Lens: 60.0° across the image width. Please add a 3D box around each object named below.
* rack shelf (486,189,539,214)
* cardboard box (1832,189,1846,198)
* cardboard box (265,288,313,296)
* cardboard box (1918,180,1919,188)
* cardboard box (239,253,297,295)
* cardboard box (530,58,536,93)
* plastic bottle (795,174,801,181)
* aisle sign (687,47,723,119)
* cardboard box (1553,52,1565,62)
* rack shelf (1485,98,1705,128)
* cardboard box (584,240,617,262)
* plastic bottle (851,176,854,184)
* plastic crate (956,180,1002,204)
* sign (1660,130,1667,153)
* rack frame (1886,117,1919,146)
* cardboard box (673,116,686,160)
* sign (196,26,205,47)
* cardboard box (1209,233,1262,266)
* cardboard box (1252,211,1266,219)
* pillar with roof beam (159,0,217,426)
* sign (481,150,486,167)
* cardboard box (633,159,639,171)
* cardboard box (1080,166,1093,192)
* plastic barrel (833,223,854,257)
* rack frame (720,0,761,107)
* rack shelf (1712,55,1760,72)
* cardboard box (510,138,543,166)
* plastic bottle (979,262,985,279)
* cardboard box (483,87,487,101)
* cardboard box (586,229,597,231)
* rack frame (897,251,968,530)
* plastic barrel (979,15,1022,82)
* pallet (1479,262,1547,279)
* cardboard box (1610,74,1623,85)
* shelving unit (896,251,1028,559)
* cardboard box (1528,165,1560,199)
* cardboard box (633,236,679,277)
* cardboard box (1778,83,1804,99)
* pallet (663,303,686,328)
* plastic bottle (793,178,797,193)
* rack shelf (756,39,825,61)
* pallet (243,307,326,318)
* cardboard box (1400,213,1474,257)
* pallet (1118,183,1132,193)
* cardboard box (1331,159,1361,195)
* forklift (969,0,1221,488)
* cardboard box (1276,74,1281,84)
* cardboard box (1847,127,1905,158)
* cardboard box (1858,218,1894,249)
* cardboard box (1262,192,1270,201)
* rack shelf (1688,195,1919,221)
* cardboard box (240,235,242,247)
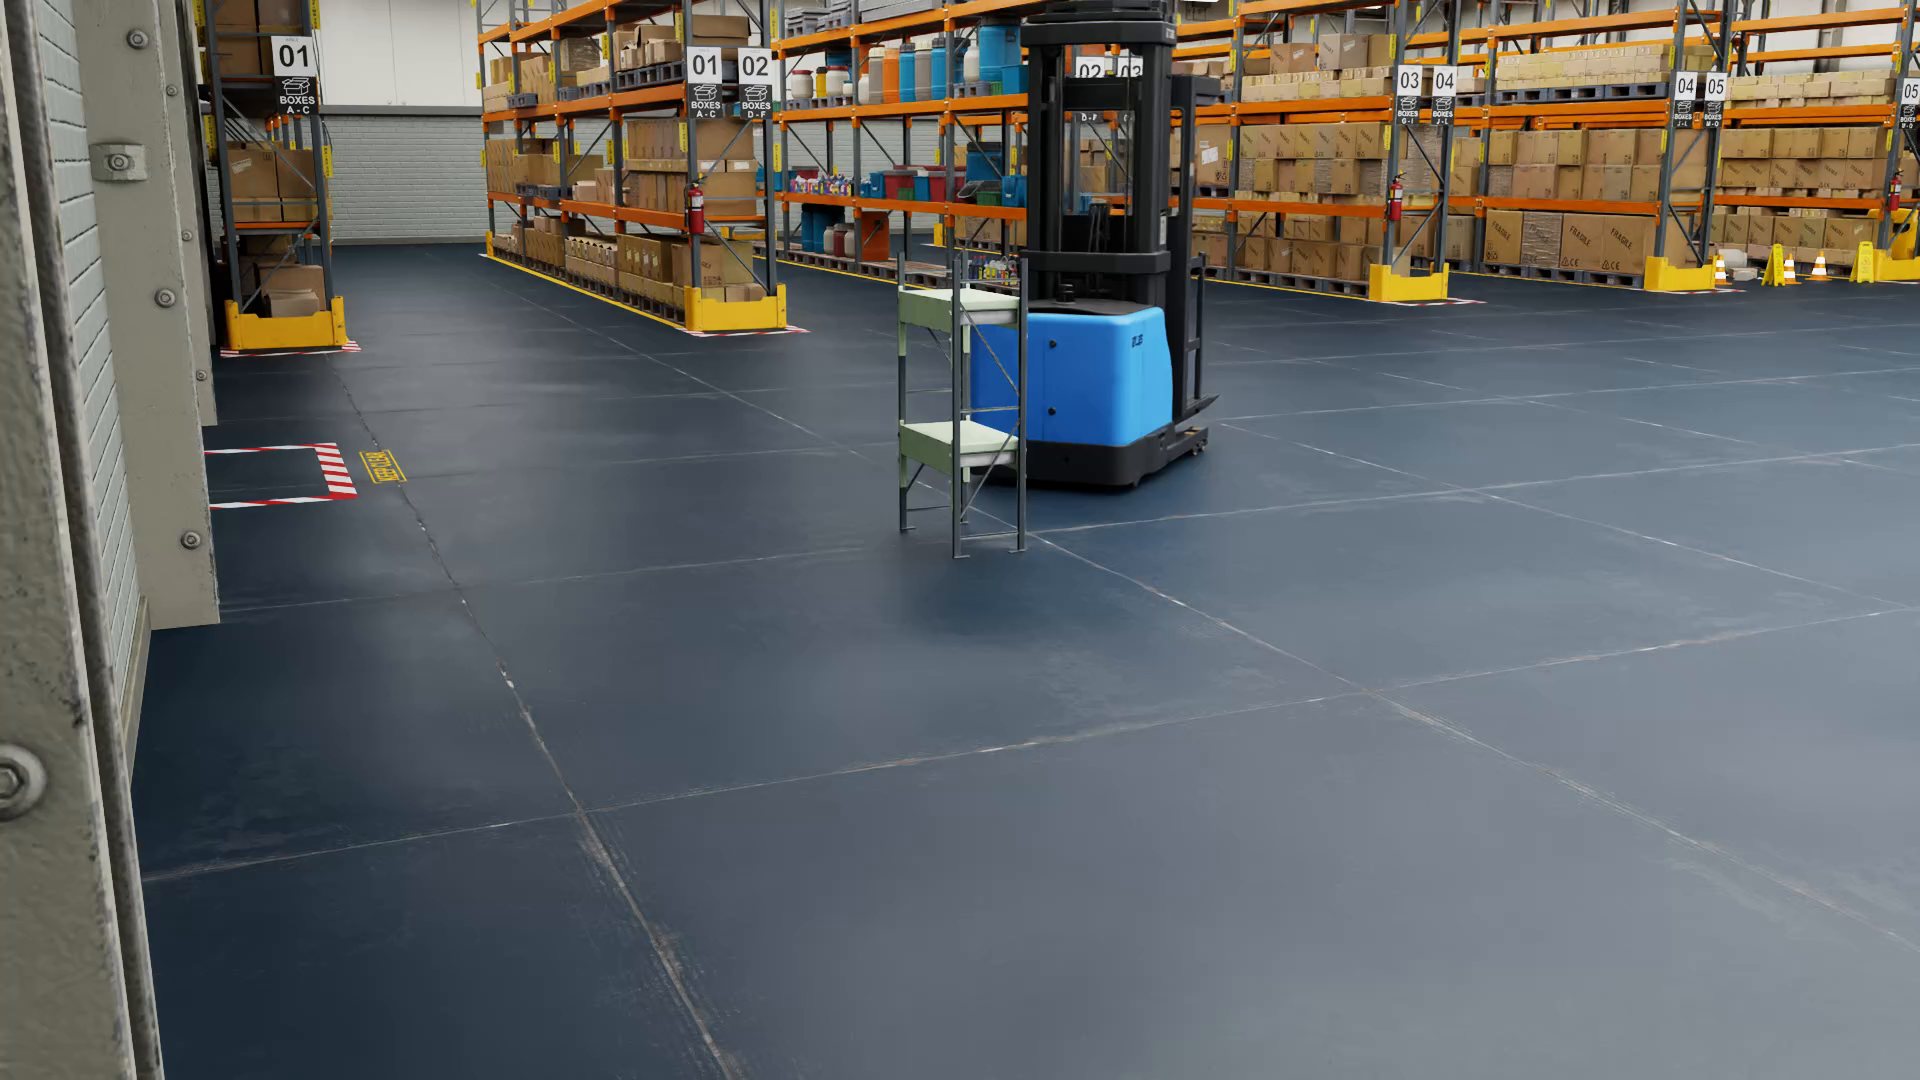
[{"bbox_3d":[-8.273,-6.526,32.012,1.077,0.370,4.000,-6,14,-23],"label":"rack shelf"},{"bbox_3d":[14.862,-5.806,27.862,0.380,0.149,0.250,-6,14,-24],"label":"cardboard box"},{"bbox_3d":[-7.625,-2.710,18.912,0.500,0.311,0.500,-4,14,-18],"label":"cardboard box"},{"bbox_3d":[18.600,-6.876,31.707,0.500,0.500,0.500,-5,14,-22],"label":"cardboard box"},{"bbox_3d":[-9.115,-3.510,21.950,0.700,0.500,0.500,-5,14,-21],"label":"cardboard box"},{"bbox_3d":[-7.049,-7.980,28.671,0.600,0.600,0.600,-6,14,-24],"label":"cardboard box"},{"bbox_3d":[-3.072,-6.776,31.604,0.144,0.351,0.185,-6,14,-23],"label":"plastic bottle"},{"bbox_3d":[-2.908,-5.211,18.967,0.394,0.787,0.004,-6,14,-23],"label":"aisle sign"},{"bbox_3d":[9.742,-7.744,26.661,0.380,0.149,0.250,-6,14,-23],"label":"cardboard box"},{"bbox_3d":[10.197,-6.830,26.670,1.077,0.370,4.000,-6,14,-23],"label":"rack shelf"},{"bbox_3d":[-5.302,-4.321,24.812,0.500,0.311,0.500,-6,14,-24],"label":"cardboard box"},{"bbox_3d":[-1.908,-6.457,30.225,0.144,0.351,0.185,-6,14,-23],"label":"plastic bottle"},{"bbox_3d":[0.366,-5.108,24.424,0.767,0.338,0.504,-6,14,-23],"label":"plastic crate"},{"bbox_3d":[10.496,-5.939,24.785,0.100,0.325,0.005,-6,14,-23],"label":"sign"},{"bbox_3d":[18.438,-7.049,32.675,1.000,3.000,0.127,-6,14,-23],"label":"rack frame"},{"bbox_3d":[-3.077,-4.882,20.212,0.700,0.500,0.500,-6,14,-24],"label":"cardboard box"},{"bbox_3d":[-9.312,-6.217,20.407,0.100,0.325,0.005,-6,14,-23],"label":"sign"},{"bbox_3d":[4.585,-4.830,27.656,0.700,0.500,0.500,-7,15,-27],"label":"cardboard box"},{"bbox_3d":[6.461,-6.851,34.766,0.500,0.250,0.500,-5,14,-21],"label":"cardboard box"},{"bbox_3d":[-1.927,-5.675,13.432,9.100,9.000,0.400,-6,14,-23],"label":"pillar with roof beam"},{"bbox_3d":[-9.571,-7.663,33.407,0.100,0.325,0.005,-6,14,-23],"label":"sign"},{"bbox_3d":[-4.131,-4.998,22.150,0.380,0.149,0.250,-6,14,-24],"label":"cardboard box"},{"bbox_3d":[2.590,-6.763,31.217,0.500,0.500,0.500,-6,14,-23],"label":"cardboard box"},{"bbox_3d":[-1.993,-5.447,30.167,0.600,0.588,0.708,-6,14,-23],"label":"plastic barrel"},{"bbox_3d":[-4.534,-10.660,34.969,1.000,3.000,0.127,-6,14,-23],"label":"rack frame"},{"bbox_3d":[16.034,-10.666,37.481,1.077,0.370,4.000,-6,14,-23],"label":"rack shelf"},{"bbox_3d":[-7.912,-7.081,30.372,0.500,0.500,0.500,-6,14,-23],"label":"cardboard box"},{"bbox_3d":[0.320,-3.867,23.976,0.061,0.283,0.133,-5,14,-20],"label":"plastic bottle"},{"bbox_3d":[-9.107,-8.792,32.778,0.500,0.250,0.500,-6,14,-23],"label":"cardboard box"},{"bbox_3d":[-6.621,-5.178,29.157,0.500,0.500,0.500,-5,14,-22],"label":"cardboard box"},{"bbox_3d":[-0.144,-0.805,9.022,0.400,1.500,0.023,-6,14,-23],"label":"rack frame"},{"bbox_3d":[0.573,-6.952,23.562,0.600,0.901,0.708,-6,14,-23],"label":"plastic barrel"},{"bbox_3d":[9.629,-4.609,28.317,1.003,0.211,1.213,-6,14,-23],"label":"pallet"},{"bbox_3d":[10.250,-7.093,25.618,0.380,0.149,0.250,-5,14,-22],"label":"cardboard box"},{"bbox_3d":[0.003,-0.729,8.695,0.431,1.500,0.755,-6,14,-23],"label":"shelving unit"},{"bbox_3d":[9.904,-5.896,27.361,0.875,0.550,0.550,-6,14,-23],"label":"cardboard box"},{"bbox_3d":[-3.968,-3.711,21.753,0.500,0.500,0.500,-6,14,-23],"label":"cardboard box"},{"bbox_3d":[14.425,-7.703,28.521,0.500,0.250,0.500,-5,14,-22],"label":"cardboard box"},{"bbox_3d":[-3.010,-2.780,20.414,1.003,0.211,1.213,-6,14,-23],"label":"pallet"},{"bbox_3d":[-3.122,-6.712,31.475,0.061,0.283,0.133,-6,14,-23],"label":"plastic bottle"},{"bbox_3d":[-3.733,-9.701,33.310,1.077,0.370,4.000,-6,14,-23],"label":"rack shelf"},{"bbox_3d":[-8.011,-2.616,19.706,1.003,0.211,1.213,-6,14,-23],"label":"pallet"},{"bbox_3d":[8.682,-5.560,30.300,1.050,0.750,0.750,-6,14,-23],"label":"cardboard box"},{"bbox_3d":[3.592,-6.300,29.865,1.213,0.211,1.003,-6,14,-23],"label":"pallet"},{"bbox_3d":[5.908,-5.281,24.153,0.875,0.500,0.500,-6,14,-23],"label":"cardboard box"},{"bbox_3d":[1.081,-2.036,11.167,1.130,2.935,3.031,5,14,22],"label":"forklift"},{"bbox_3d":[5.055,-7.039,25.426,0.380,0.149,0.250,-5,14,-21],"label":"cardboard box"},{"bbox_3d":[15.089,-6.540,27.377,0.700,0.500,0.500,-6,14,-24],"label":"cardboard box"},{"bbox_3d":[15.414,-5.200,28.191,0.500,0.500,0.500,-6,14,-25],"label":"cardboard box"},{"bbox_3d":[4.944,-5.358,25.926,0.380,0.149,0.250,-6,14,-23],"label":"cardboard box"},{"bbox_3d":[14.692,-5.836,29.030,1.077,0.370,4.000,-6,14,-23],"label":"rack shelf"},{"bbox_3d":[-12.413,-5.270,29.601,0.700,0.500,0.500,-6,14,-24],"label":"cardboard box"}]
